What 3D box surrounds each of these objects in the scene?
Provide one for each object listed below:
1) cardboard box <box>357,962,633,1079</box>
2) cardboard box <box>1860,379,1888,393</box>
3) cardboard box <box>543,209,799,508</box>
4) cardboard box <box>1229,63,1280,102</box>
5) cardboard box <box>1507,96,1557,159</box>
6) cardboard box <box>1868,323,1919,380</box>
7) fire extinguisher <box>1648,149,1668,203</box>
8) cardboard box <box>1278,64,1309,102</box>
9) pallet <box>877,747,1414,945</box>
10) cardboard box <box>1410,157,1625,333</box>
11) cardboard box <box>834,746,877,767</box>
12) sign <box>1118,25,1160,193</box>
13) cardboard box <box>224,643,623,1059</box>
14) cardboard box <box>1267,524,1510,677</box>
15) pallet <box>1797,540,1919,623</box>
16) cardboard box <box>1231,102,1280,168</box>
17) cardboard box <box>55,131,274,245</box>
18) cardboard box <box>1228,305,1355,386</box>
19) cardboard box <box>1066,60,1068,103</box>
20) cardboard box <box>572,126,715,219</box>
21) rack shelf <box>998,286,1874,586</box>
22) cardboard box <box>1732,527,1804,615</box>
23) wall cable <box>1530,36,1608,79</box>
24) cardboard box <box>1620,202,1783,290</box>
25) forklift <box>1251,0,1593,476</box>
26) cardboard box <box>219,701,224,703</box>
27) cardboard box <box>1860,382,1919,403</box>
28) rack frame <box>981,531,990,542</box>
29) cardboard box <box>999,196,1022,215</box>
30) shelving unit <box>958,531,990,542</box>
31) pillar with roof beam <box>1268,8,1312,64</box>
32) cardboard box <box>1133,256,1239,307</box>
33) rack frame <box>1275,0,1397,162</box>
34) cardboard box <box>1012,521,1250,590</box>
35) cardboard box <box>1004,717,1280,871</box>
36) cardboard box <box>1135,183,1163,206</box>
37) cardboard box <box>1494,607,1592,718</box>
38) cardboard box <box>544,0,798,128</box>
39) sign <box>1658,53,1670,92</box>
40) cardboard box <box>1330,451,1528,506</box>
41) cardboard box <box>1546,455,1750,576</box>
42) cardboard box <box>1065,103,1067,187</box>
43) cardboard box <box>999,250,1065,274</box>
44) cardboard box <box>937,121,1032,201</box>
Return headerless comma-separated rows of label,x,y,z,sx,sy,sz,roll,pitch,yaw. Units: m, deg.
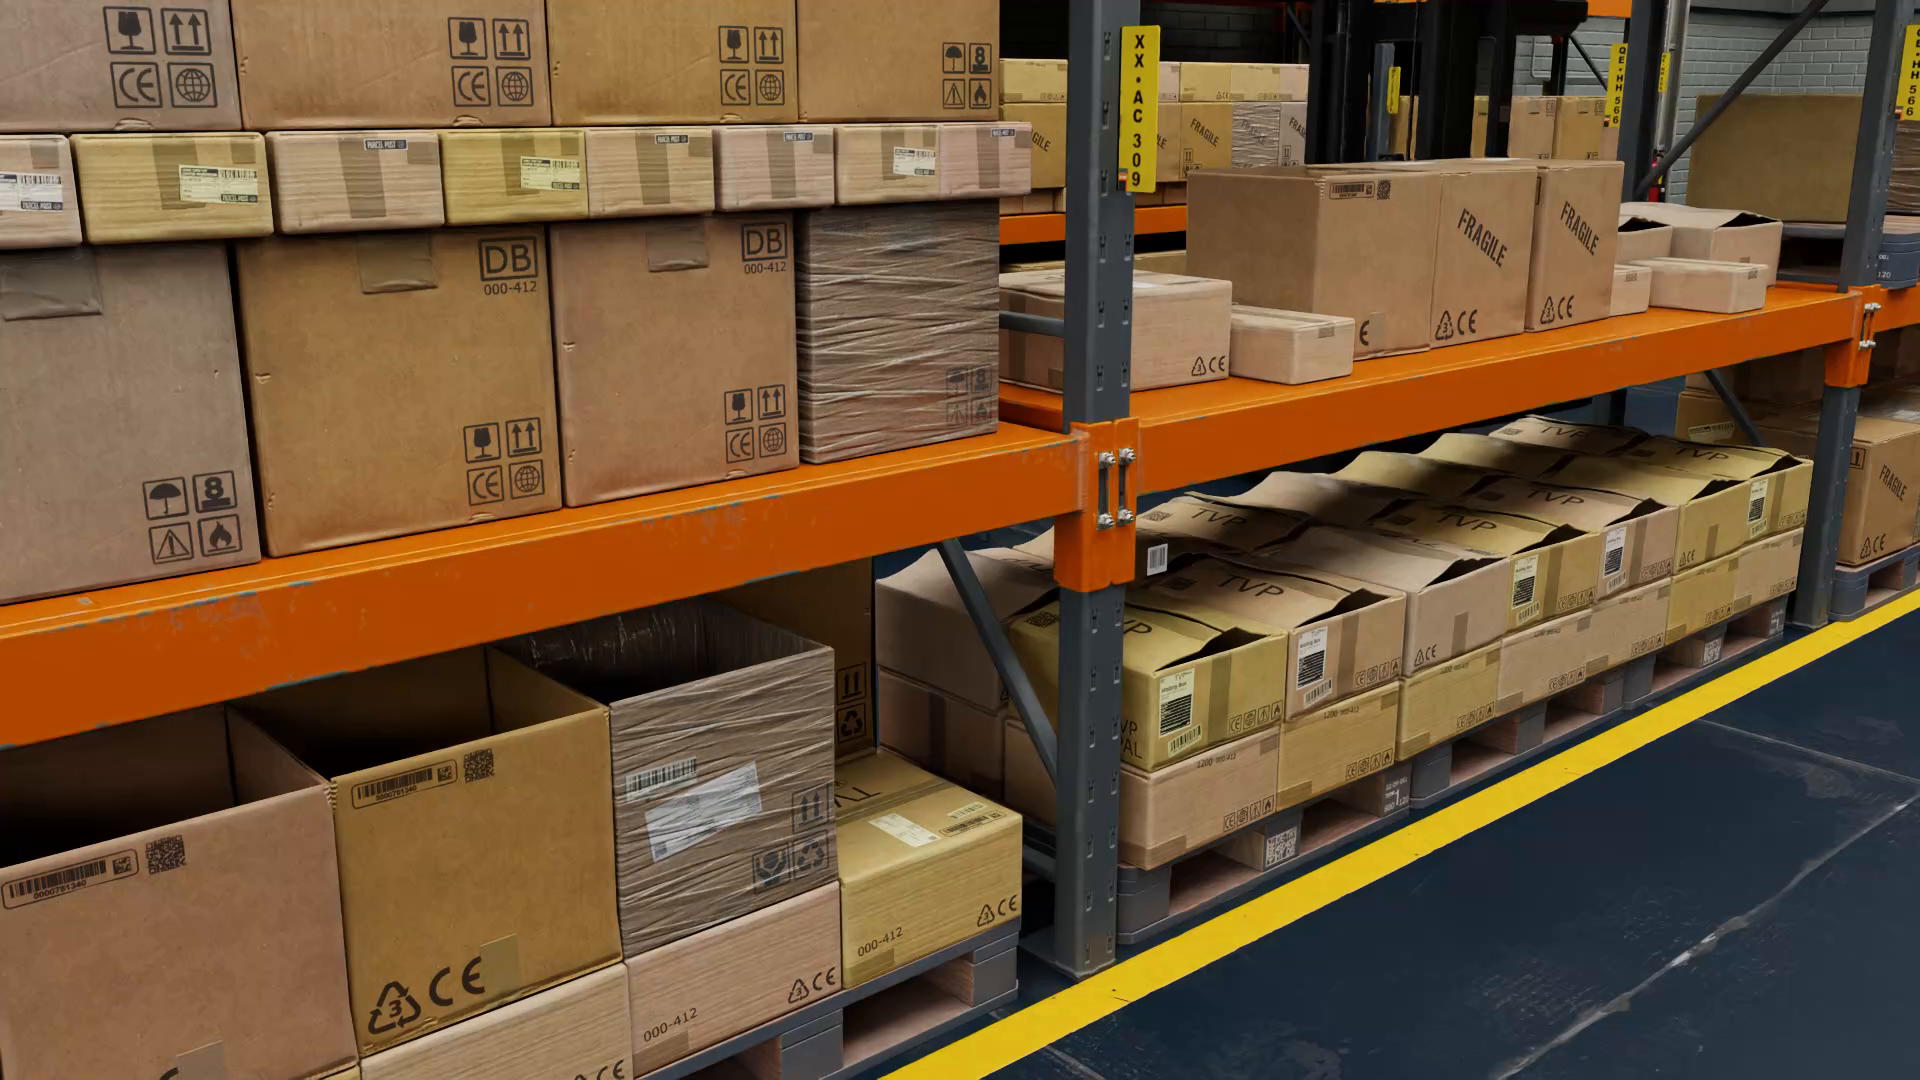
cardboard box,-0.961,0.894,3.107,0.500,0.250,0.500,-13,19,-39
cardboard box,3.957,-0.498,7.792,0.500,0.500,0.500,-14,20,-41
cardboard box,-0.727,-0.405,3.259,0.500,0.500,0.700,-13,20,-40
cardboard box,1.816,-3.106,11.305,0.500,0.250,0.500,-12,19,-38
cardboard box,4.294,-3.324,13.800,0.700,0.700,0.980,-14,20,-42
cardboard box,4.375,-0.957,8.058,0.500,0.250,0.500,-13,20,-40
fire extinguisher,6.212,-3.238,14.933,0.183,0.674,0.296,-13,19,-39
cardboard box,2.201,-3.193,11.628,0.500,0.250,0.500,-12,19,-38
pallet,0.527,0.691,4.753,1.213,0.211,1.003,-13,19,-39
cardboard box,1.759,-0.962,5.345,0.500,0.500,0.500,-14,20,-42
cardboard box,-0.552,0.622,4.125,0.500,0.250,0.500,-13,19,-39
sign,0.362,-0.872,3.372,0.005,0.325,0.100,-13,19,-39
cardboard box,-0.969,0.529,3.019,0.500,0.500,0.500,-13,19,-39
cardboard box,1.243,0.138,4.849,0.500,0.311,0.500,-14,20,-41
pallet,3.603,0.027,7.240,1.213,0.211,1.003,-13,19,-39
cardboard box,1.832,-2.745,11.405,0.500,0.500,0.500,-13,19,-39
cardboard box,-1.225,-0.537,2.497,0.250,0.149,0.380,-12,19,-38
cardboard box,0.800,-0.512,4.343,0.250,0.149,0.380,-13,19,-39
cardboard box,0.677,-2.847,10.333,0.500,0.250,0.500,-13,20,-40
cardboard box,-0.649,-0.666,2.982,0.250,0.149,0.380,-13,20,-39
rack shelf,1.506,-0.515,5.259,4.000,0.370,1.077,-13,19,-39
cardboard box,2.778,0.061,6.223,0.500,0.250,0.500,-12,19,-38
wall cable,6.140,-4.412,16.486,1.851,1.984,0.084,-13,19,-39
cardboard box,2.711,-1.105,6.247,0.500,0.311,0.500,-11,19,-36
forklift,2.714,-1.951,9.373,3.031,2.935,1.130,-11,19,-37
cardboard box,-1.313,0.427,3.401,0.500,0.500,0.500,-13,19,-39
cardboard box,4.318,-0.401,7.431,0.500,0.500,0.500,-13,20,-40
rack frame,0.058,-0.593,7.644,0.006,1.200,0.240,-13,19,-39
cardboard box,0.160,-2.064,10.112,0.250,0.149,0.380,-13,20,-40
shelving unit,-0.011,-0.577,7.586,0.189,1.200,0.258,-13,19,-39
pillar with roof beam,5.564,-5.190,9.742,0.400,9.000,9.100,-13,19,-39
cardboard box,0.540,-0.643,4.606,0.258,0.266,0.396,-13,20,-41
rack frame,2.777,-2.842,12.579,0.127,3.000,1.000,-13,19,-39
cardboard box,0.503,0.117,4.926,0.500,0.311,0.500,-12,19,-38
cardboard box,0.464,0.582,4.273,0.500,0.250,0.500,-13,20,-41
cardboard box,1.113,-2.287,10.948,0.250,0.149,0.380,-12,19,-39
cardboard box,1.624,0.321,5.249,0.500,0.250,0.500,-12,19,-38
cardboard box,-0.714,-1.036,3.110,0.500,0.500,0.700,-13,20,-39
sign,6.141,-4.086,14.531,0.005,0.325,0.100,-13,19,-39
cardboard box,1.650,-0.138,5.883,0.500,0.311,0.500,-13,20,-41
cardboard box,2.393,-0.121,5.816,0.500,0.311,0.500,-13,20,-40
cardboard box,0.696,-2.486,10.435,0.500,0.500,0.500,-12,19,-38
cardboard box,0.401,-1.428,10.636,0.750,0.750,0.750,-13,20,-40
cardboard box,-0.068,-0.797,3.472,0.250,0.149,0.380,-13,20,-39
